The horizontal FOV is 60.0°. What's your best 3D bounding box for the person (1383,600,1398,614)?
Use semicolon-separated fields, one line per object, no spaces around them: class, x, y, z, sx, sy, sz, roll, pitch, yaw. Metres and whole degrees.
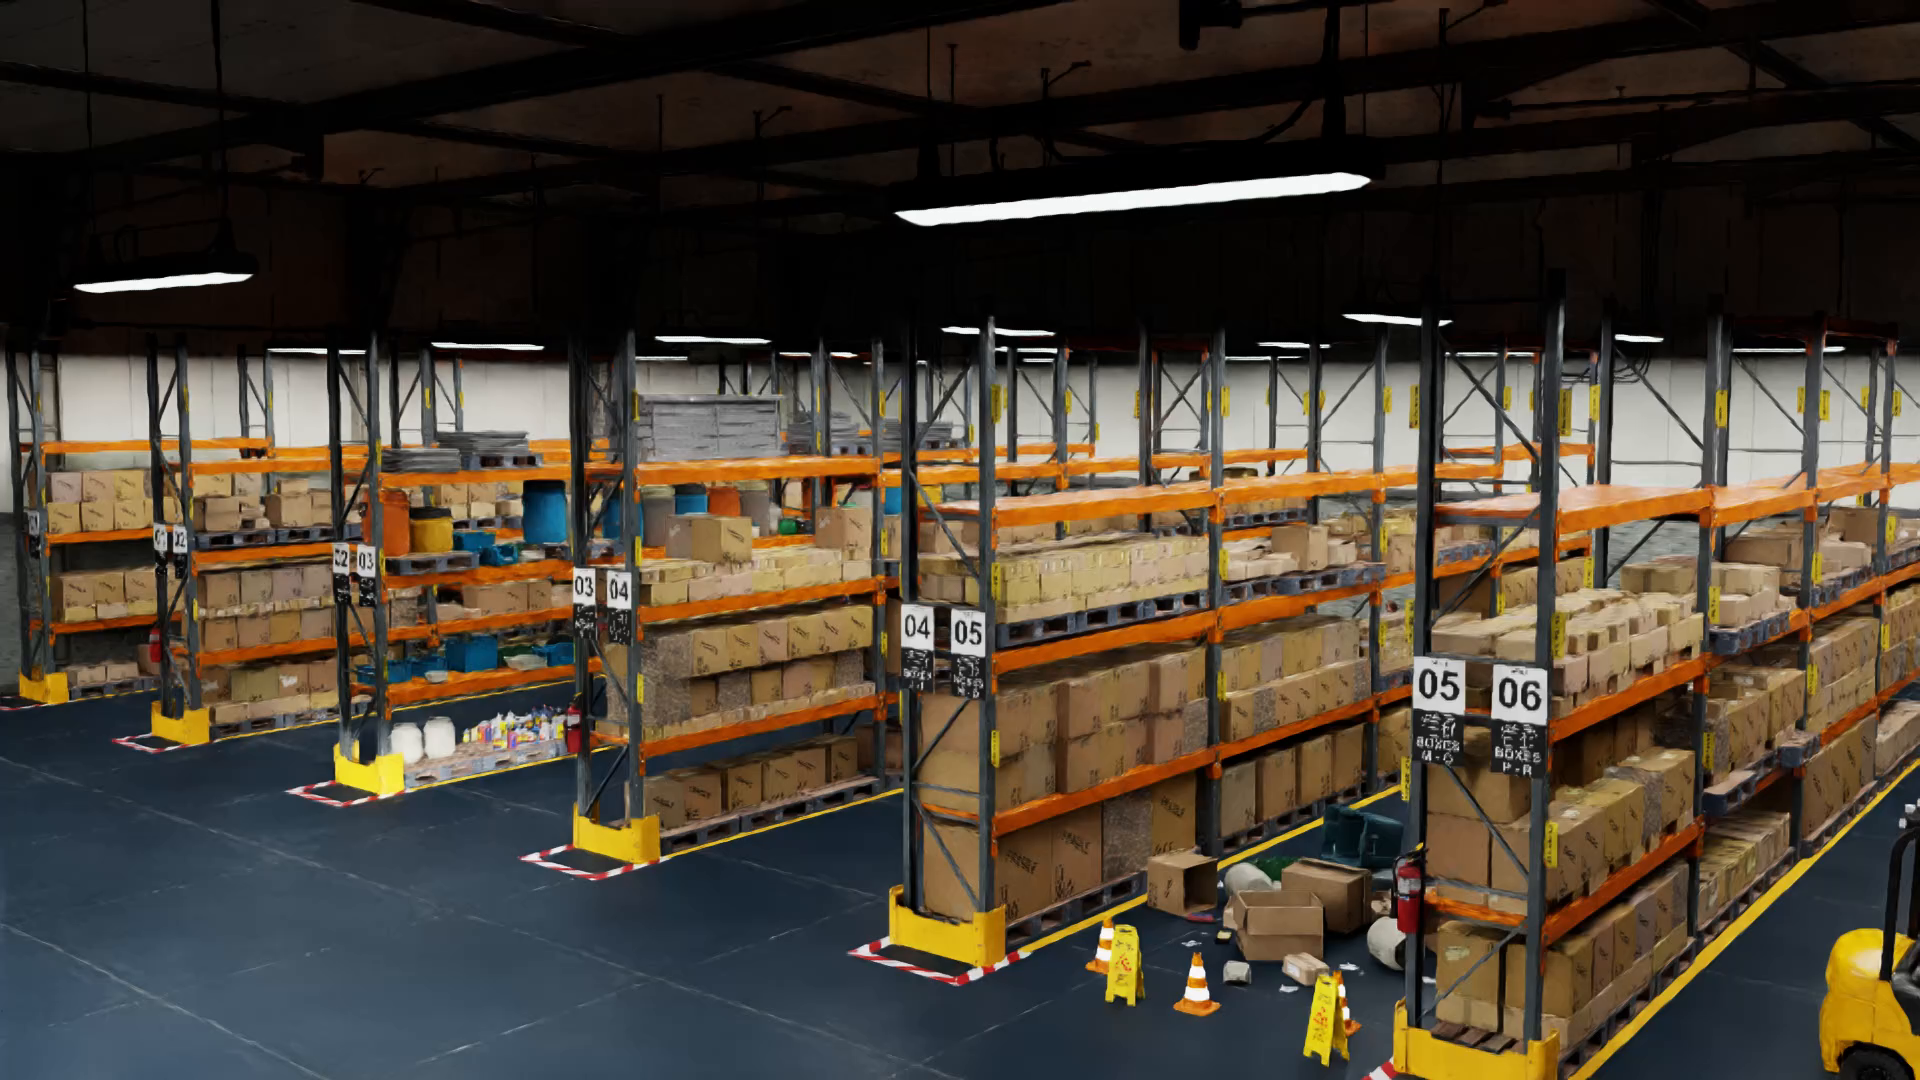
person;7.551;1.795;29.005;0.564;1.541;0.519;4;6;37

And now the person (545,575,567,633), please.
person;-7.919;1.456;32.322;0.447;1.574;1.088;4;7;41
